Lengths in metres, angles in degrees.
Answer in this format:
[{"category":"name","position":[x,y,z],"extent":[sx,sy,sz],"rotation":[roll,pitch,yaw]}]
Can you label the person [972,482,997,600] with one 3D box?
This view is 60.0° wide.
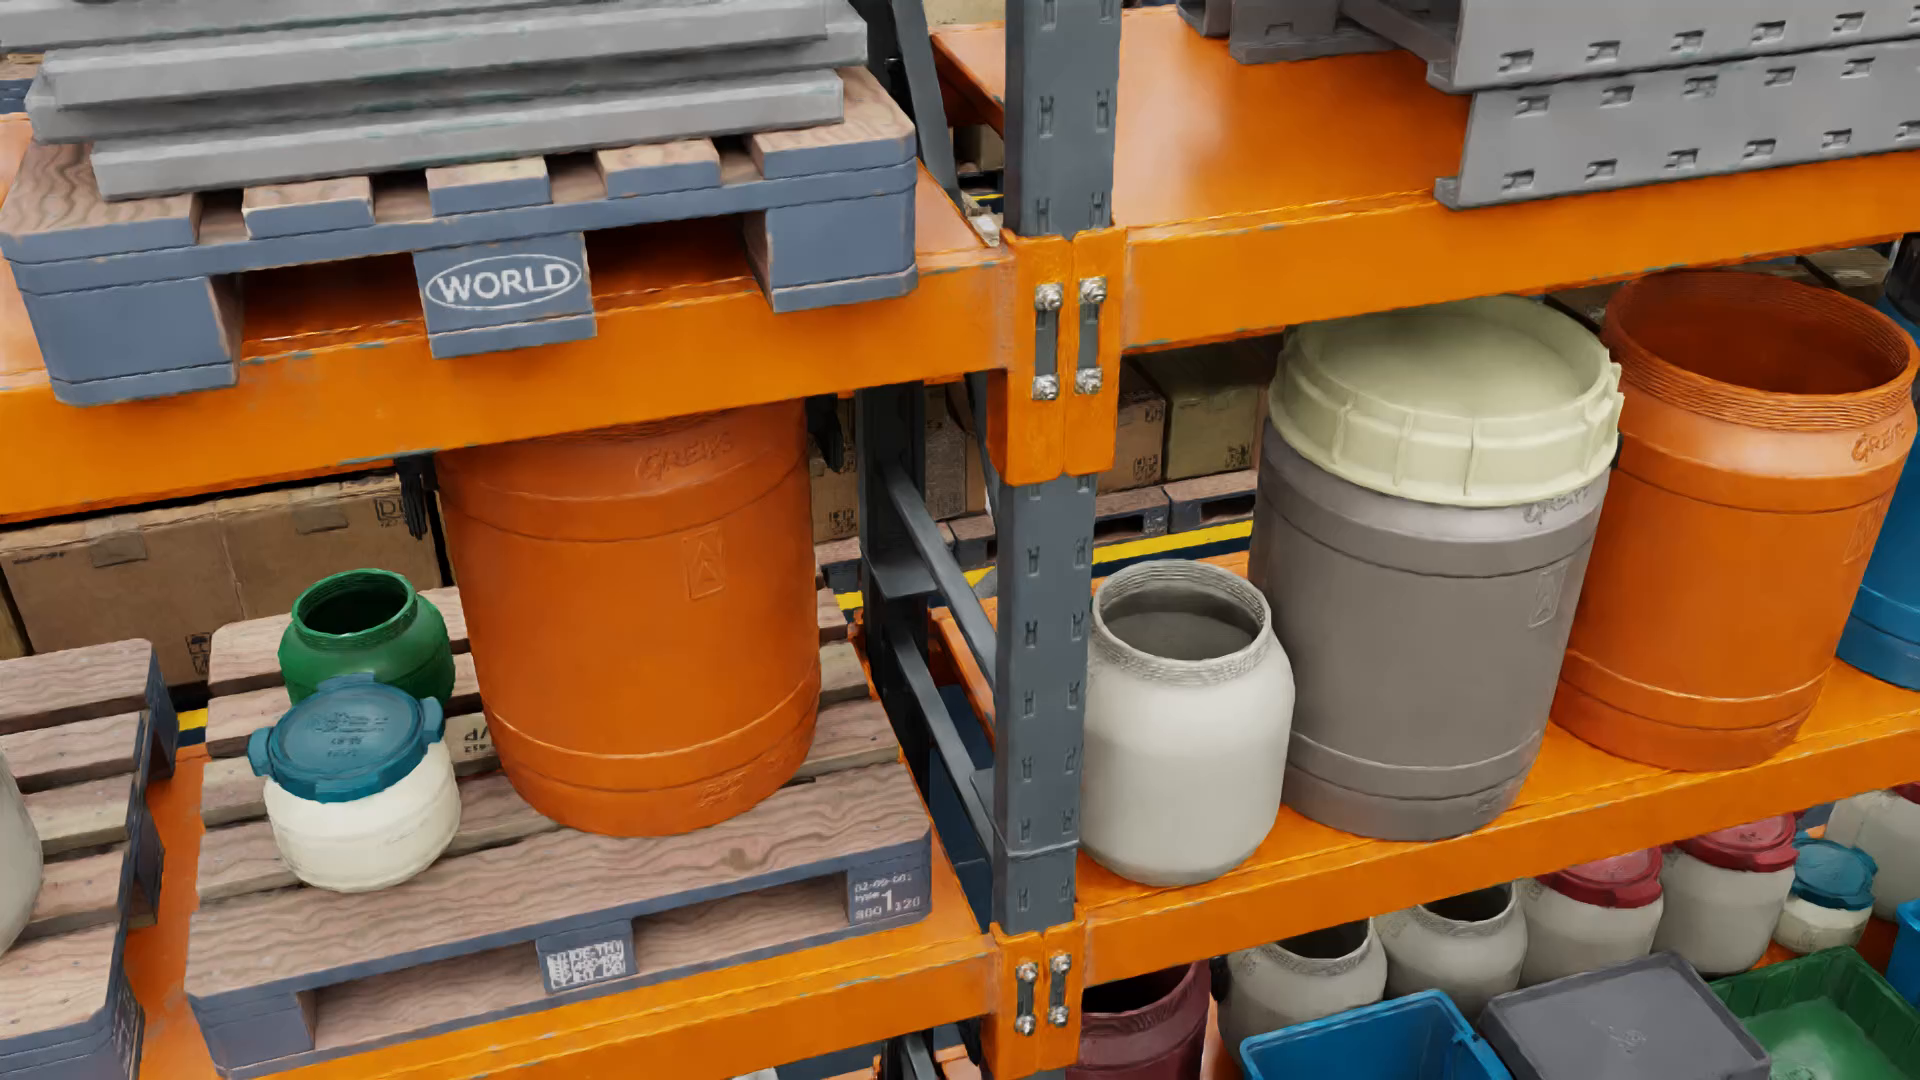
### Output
[{"category":"person","position":[0.332,-0.137,7.638],"extent":[0.819,1.752,0.578],"rotation":[-10,35,-15]}]
